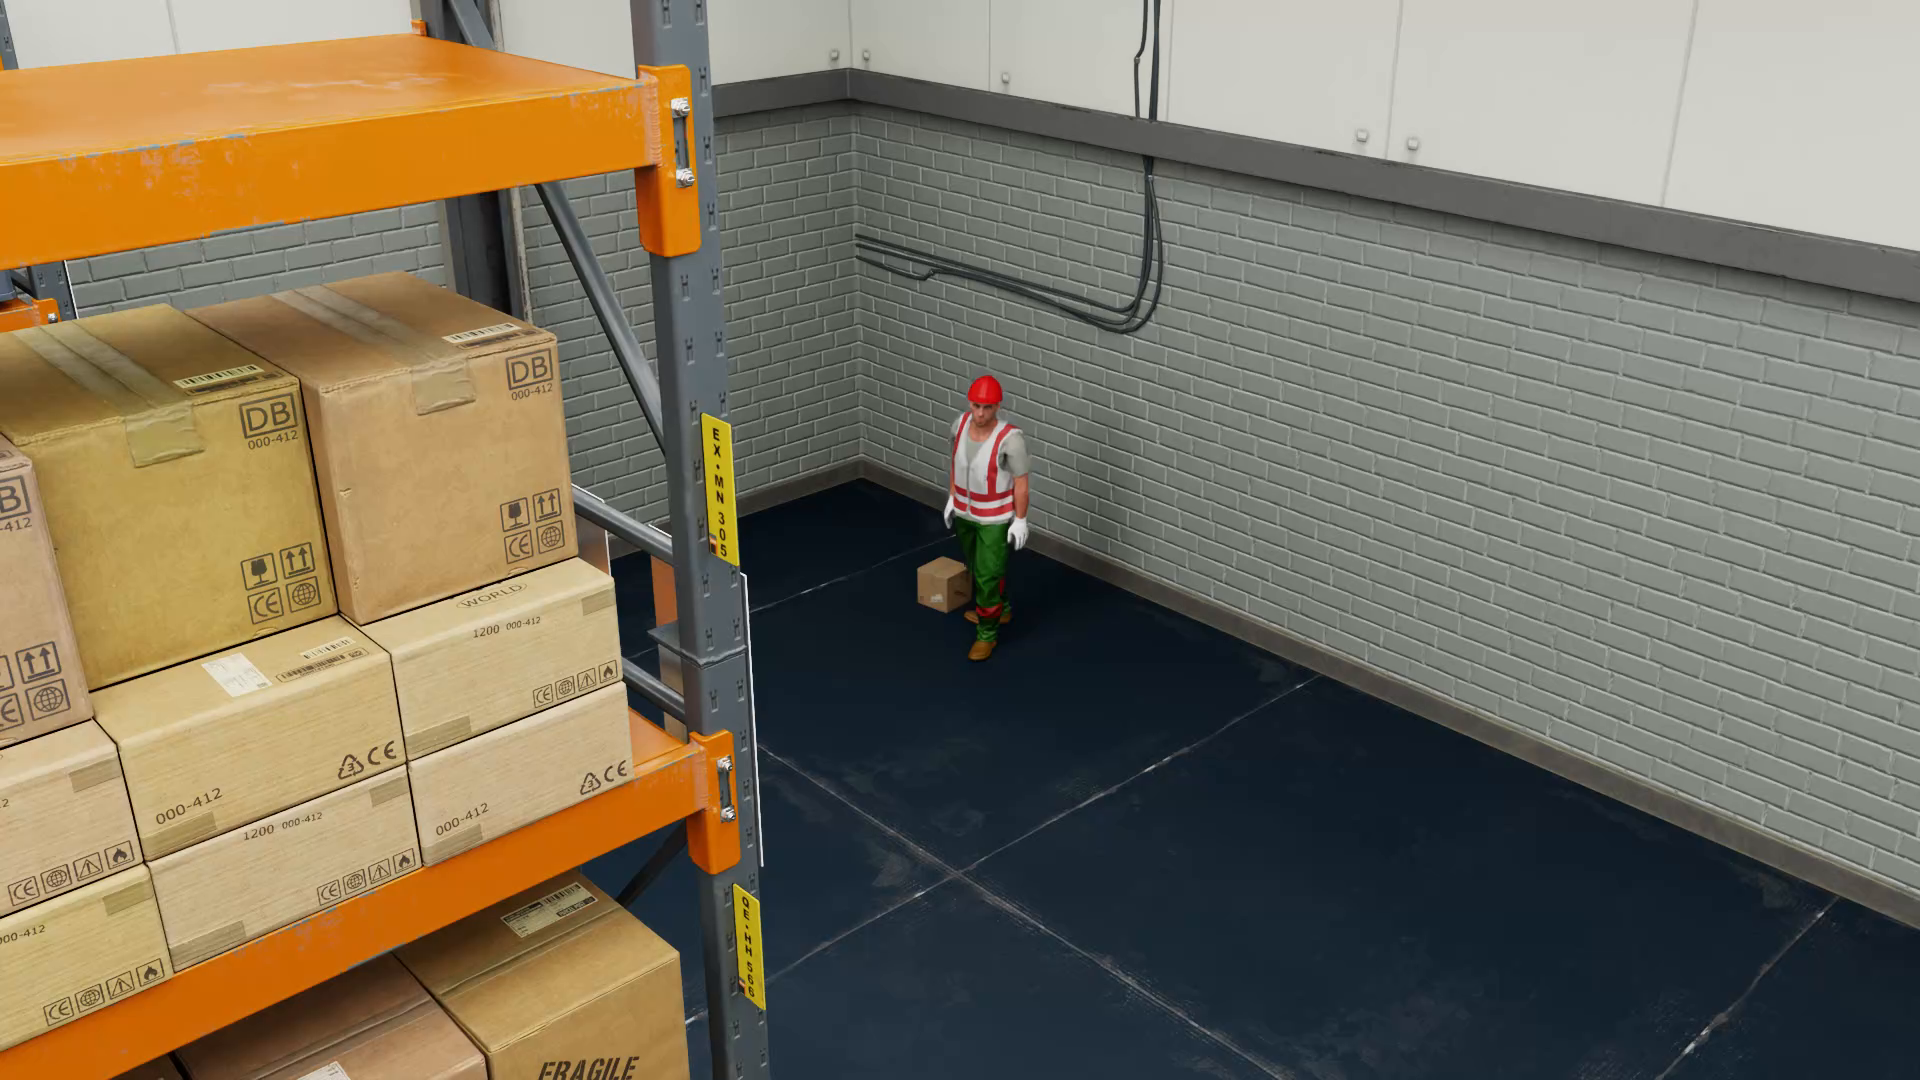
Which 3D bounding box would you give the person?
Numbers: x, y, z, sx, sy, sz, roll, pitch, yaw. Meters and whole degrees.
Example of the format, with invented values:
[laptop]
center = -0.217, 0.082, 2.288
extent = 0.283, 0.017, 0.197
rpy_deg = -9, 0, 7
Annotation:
[person]
center = 0.181, -0.174, 9.972
extent = 0.577, 1.771, 0.567
rpy_deg = 19, 30, 36
